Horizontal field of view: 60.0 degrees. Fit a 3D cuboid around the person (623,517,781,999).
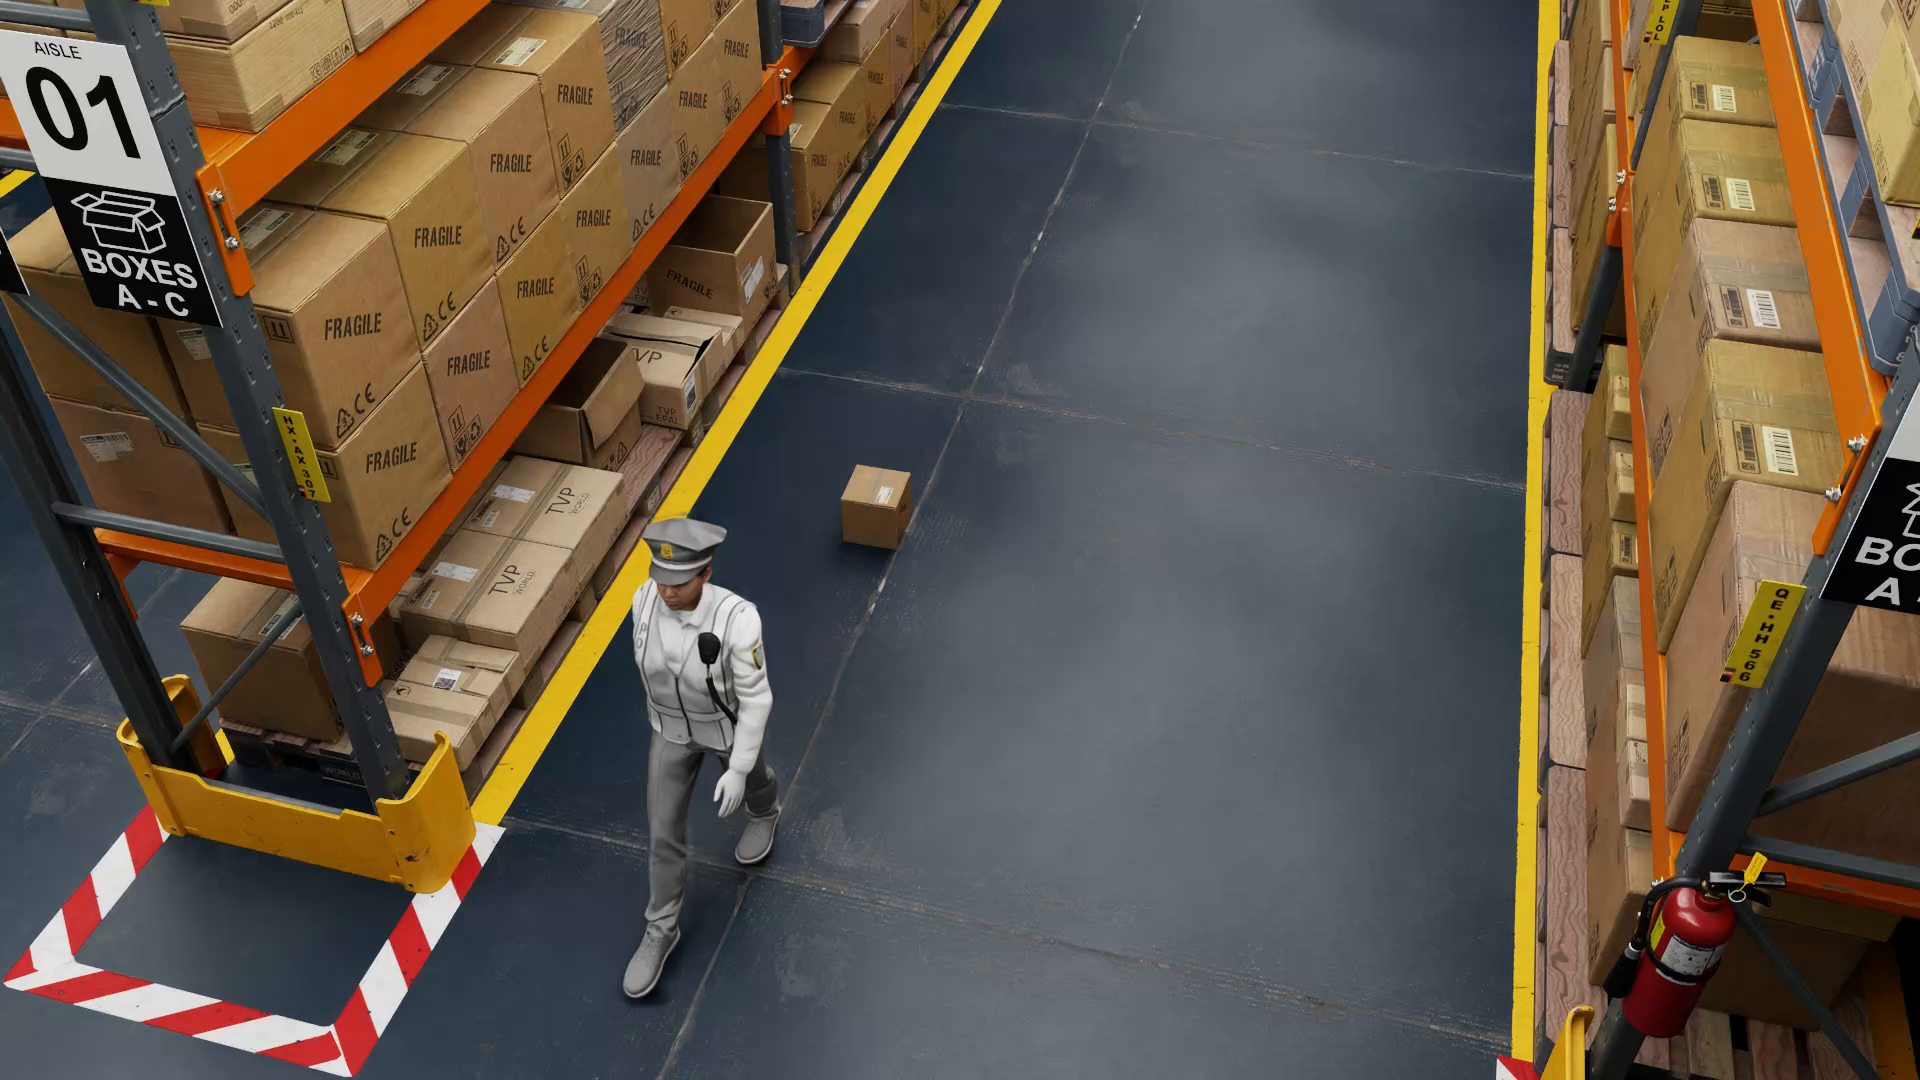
[{"bbox_3d":[-0.845,0.662,5.354,0.502,1.650,0.896,8,42,9],"label":"person"}]
